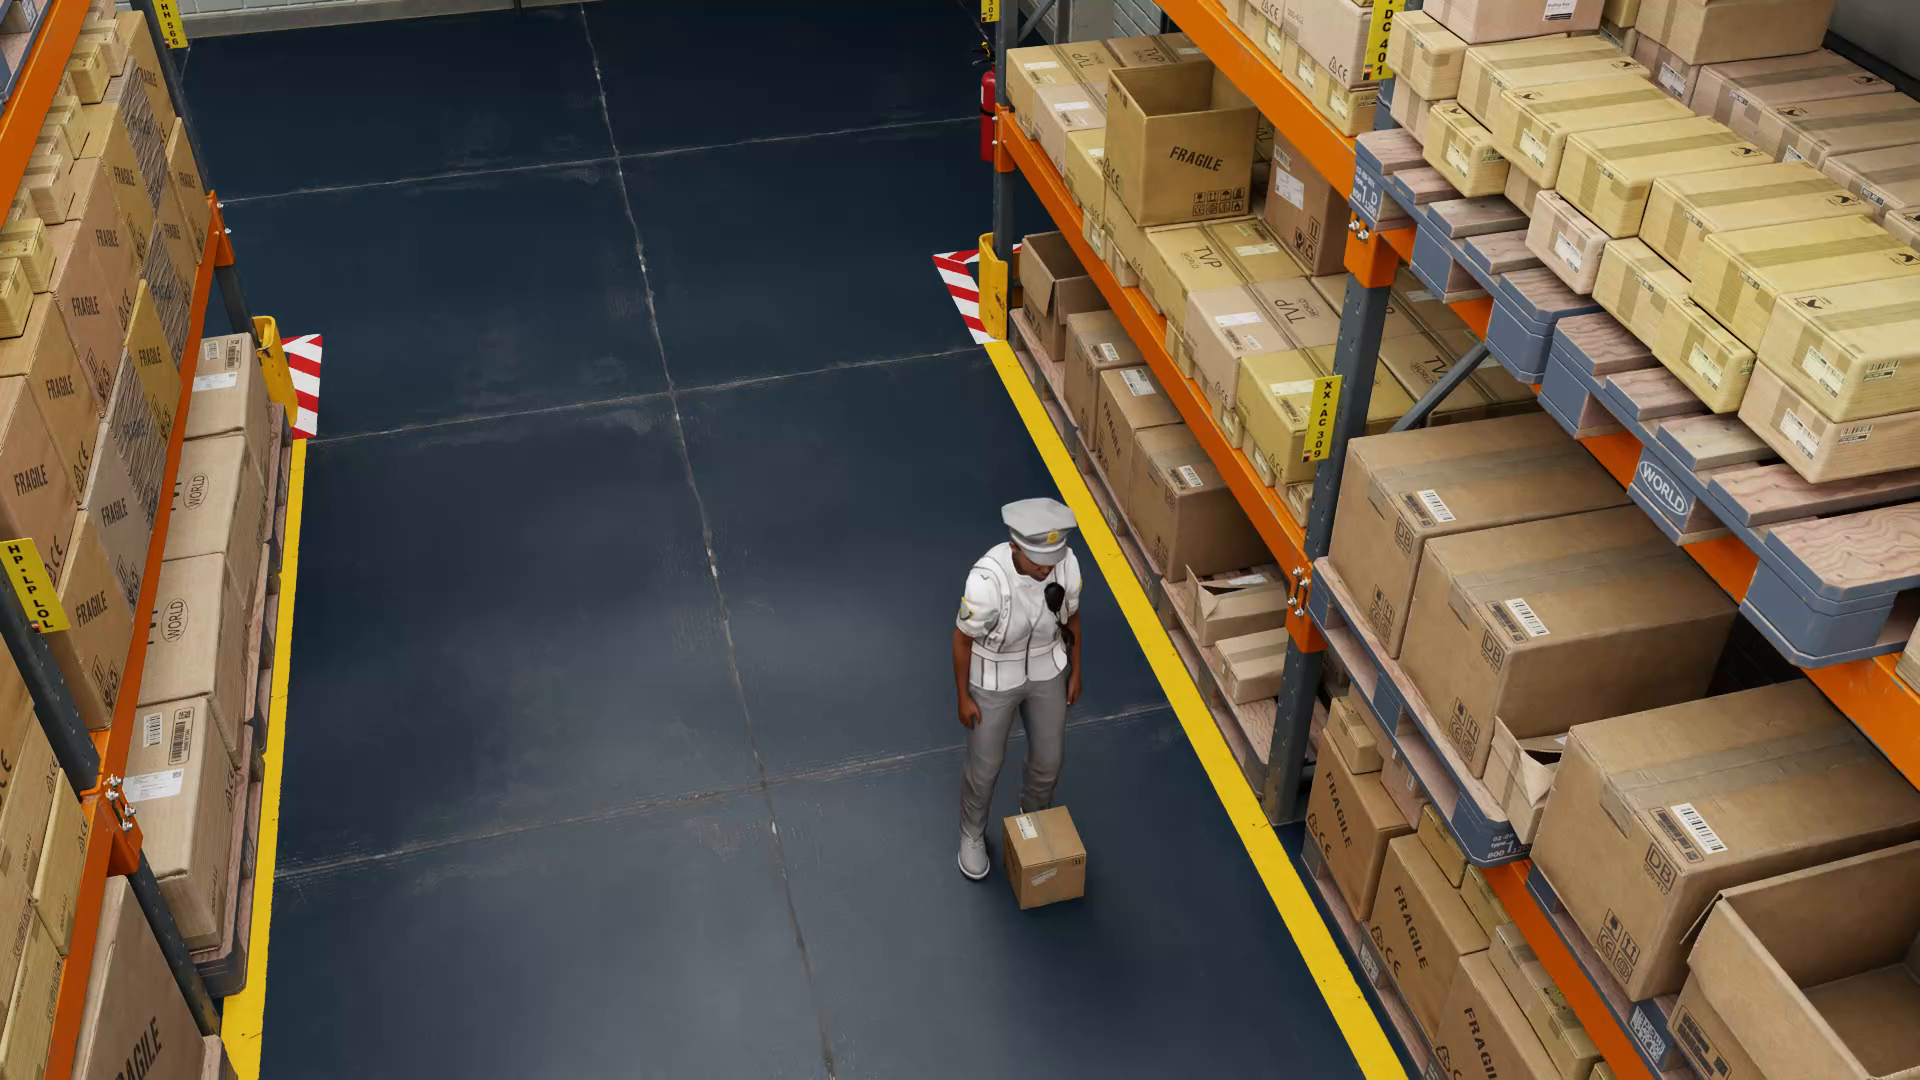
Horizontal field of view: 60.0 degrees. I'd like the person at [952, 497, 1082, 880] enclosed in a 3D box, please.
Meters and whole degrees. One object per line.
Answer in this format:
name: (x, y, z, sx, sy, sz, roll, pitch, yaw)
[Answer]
person: (0.208, 0.520, 6.059, 0.509, 1.657, 0.393, -12, 40, -15)
